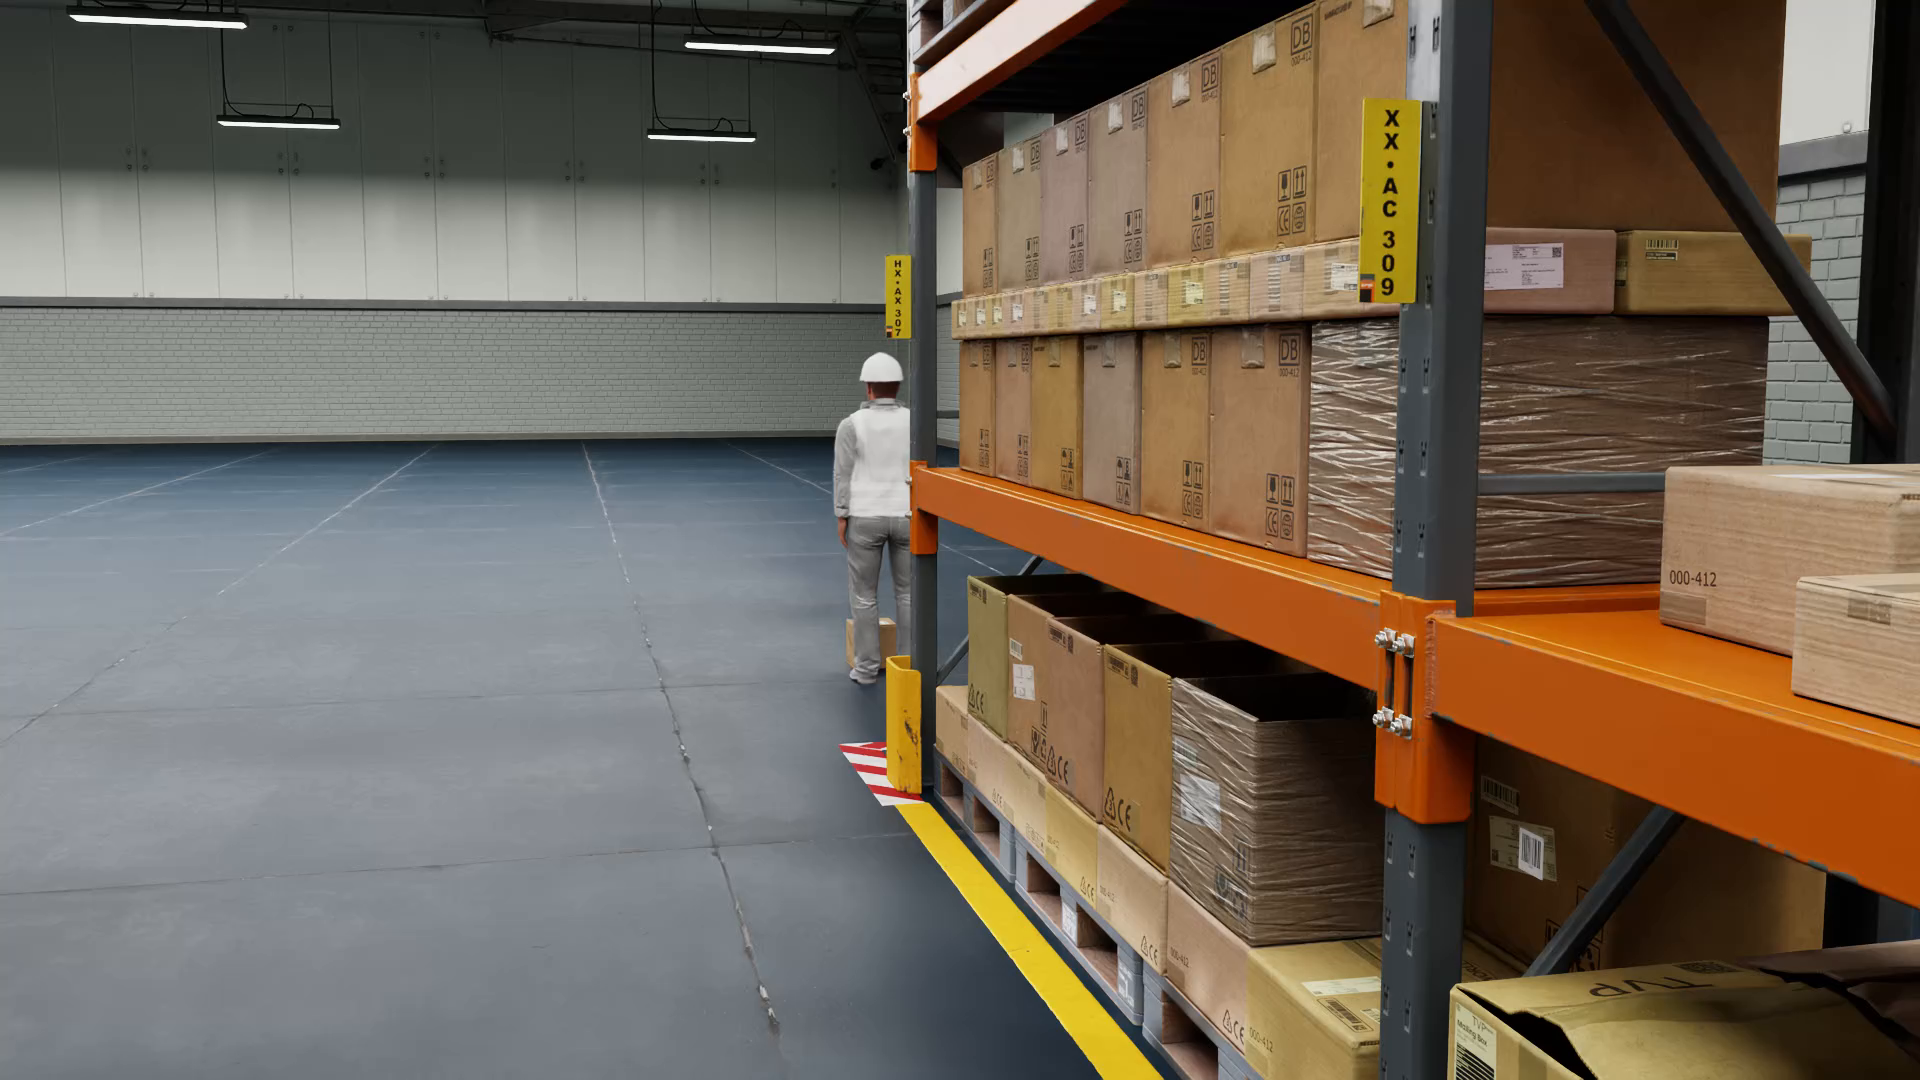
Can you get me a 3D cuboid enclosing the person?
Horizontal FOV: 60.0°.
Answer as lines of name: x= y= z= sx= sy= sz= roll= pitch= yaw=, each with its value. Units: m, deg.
person: x=-0.409 y=-0.110 z=8.922 sx=0.514 sy=1.771 sz=0.360 roll=-1 pitch=6 yaw=-12
